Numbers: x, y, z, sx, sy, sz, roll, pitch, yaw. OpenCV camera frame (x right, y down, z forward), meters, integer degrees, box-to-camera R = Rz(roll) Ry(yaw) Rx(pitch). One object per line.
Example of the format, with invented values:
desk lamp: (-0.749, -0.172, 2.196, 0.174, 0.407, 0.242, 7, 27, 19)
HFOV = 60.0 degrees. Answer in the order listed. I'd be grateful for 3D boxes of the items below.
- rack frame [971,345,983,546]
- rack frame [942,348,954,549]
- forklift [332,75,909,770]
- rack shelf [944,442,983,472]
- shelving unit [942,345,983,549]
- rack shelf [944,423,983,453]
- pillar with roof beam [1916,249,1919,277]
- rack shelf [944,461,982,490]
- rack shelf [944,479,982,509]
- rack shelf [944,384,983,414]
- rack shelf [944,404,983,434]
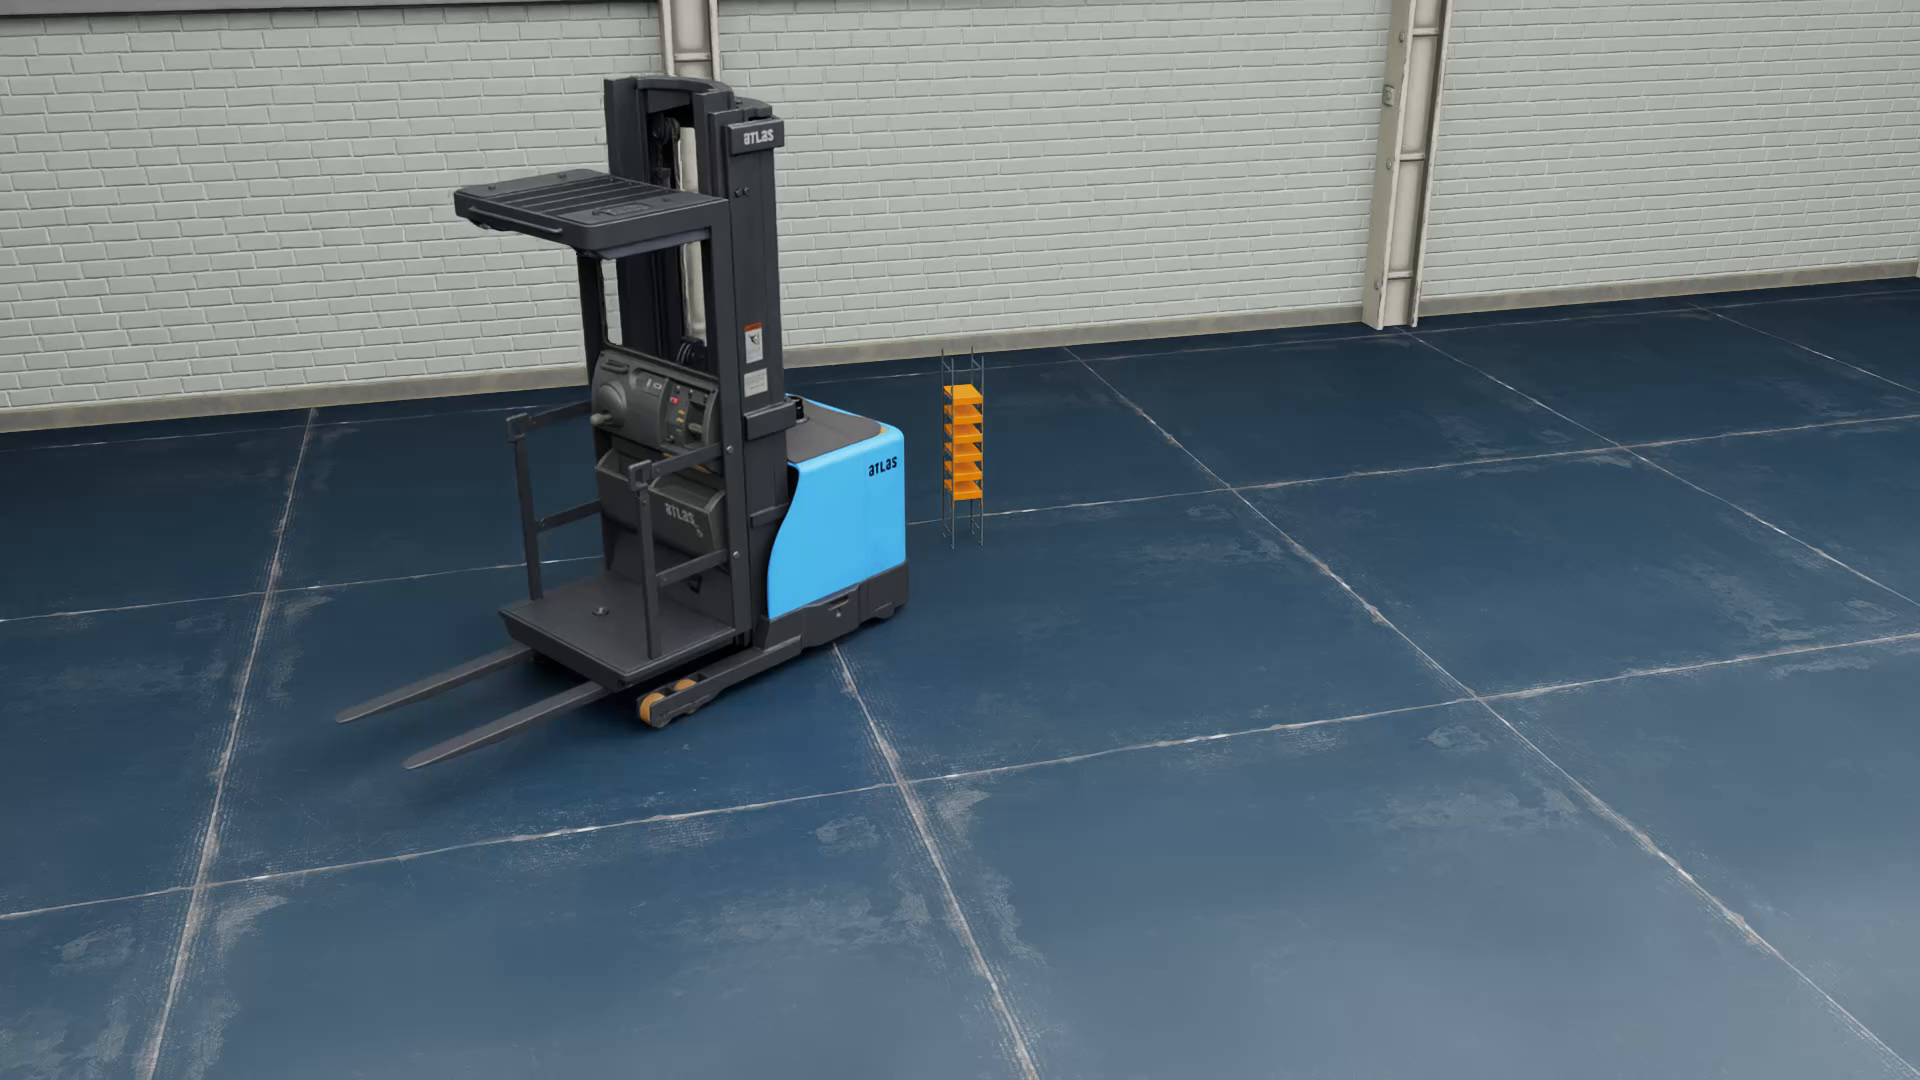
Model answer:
rack frame: (0.102, -0.563, 10.040, 0.006, 1.200, 0.240, -6, 24, -14)
rack frame: (-0.074, -0.543, 9.994, 0.006, 1.200, 0.240, -6, 24, -14)
forklift: (-1.654, -0.658, 8.067, 1.130, 2.935, 3.031, 20, 30, 39)
rack shelf: (0.014, -0.512, 10.035, 0.180, 0.103, 0.258, -6, 24, -14)
shelving unit: (0.014, -0.553, 10.017, 0.189, 1.200, 0.258, -6, 24, -14)
rack shelf: (0.014, -0.622, 9.987, 0.180, 0.103, 0.258, -6, 24, -14)
pillar with roof beam: (10.733, -5.057, 10.624, 0.400, 9.000, 9.100, -6, 24, -14)
rack shelf: (0.014, -0.402, 10.082, 0.180, 0.103, 0.258, -6, 24, -14)
rack shelf: (0.014, -0.292, 10.129, 0.180, 0.103, 0.258, -6, 24, -14)
rack shelf: (0.014, -0.843, 9.893, 0.180, 0.103, 0.258, -6, 24, -14)
rack shelf: (0.014, -0.733, 9.940, 0.180, 0.103, 0.258, -6, 24, -14)
